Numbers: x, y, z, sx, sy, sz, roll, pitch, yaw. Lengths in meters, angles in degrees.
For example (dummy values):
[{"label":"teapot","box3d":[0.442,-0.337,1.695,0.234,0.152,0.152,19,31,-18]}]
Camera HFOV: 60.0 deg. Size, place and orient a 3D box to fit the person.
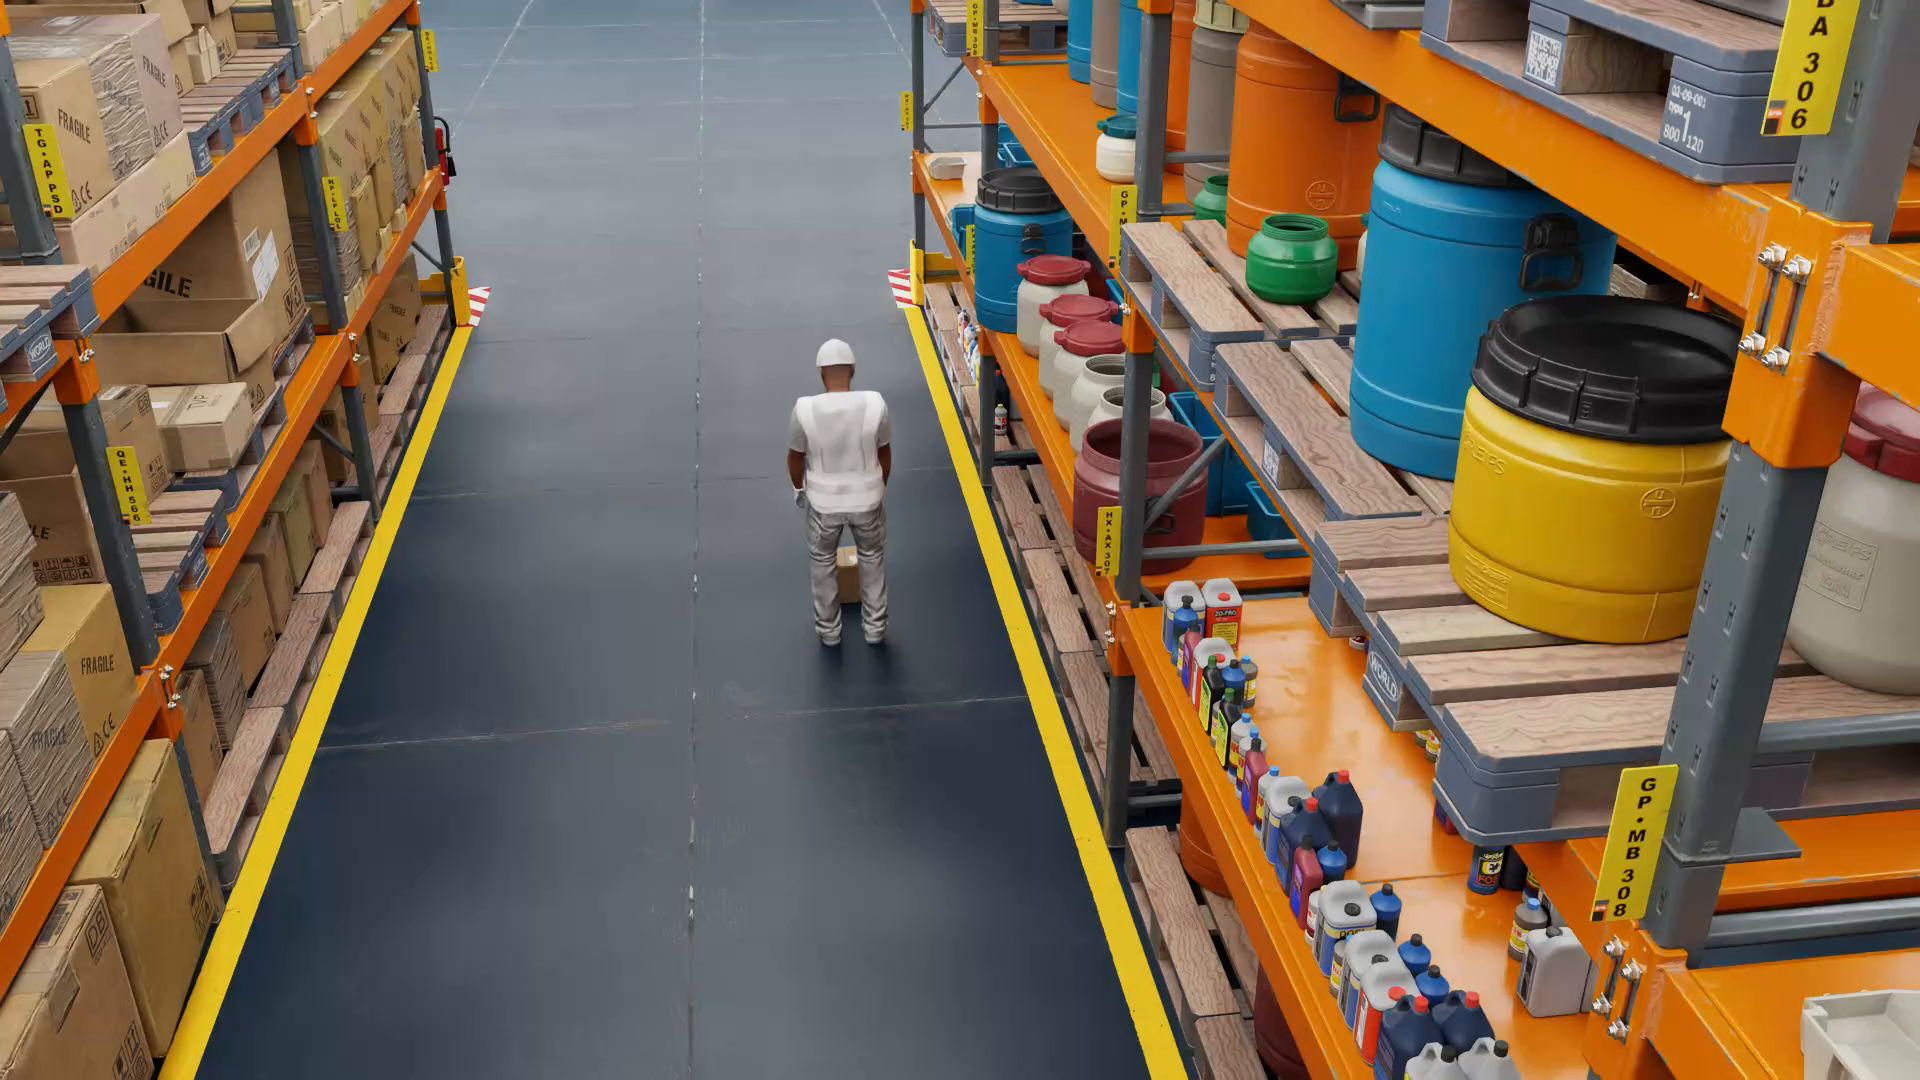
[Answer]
[{"label":"person","box3d":[-0.651,-0.241,9.113,0.566,1.749,0.427,-3,27,-6]}]
